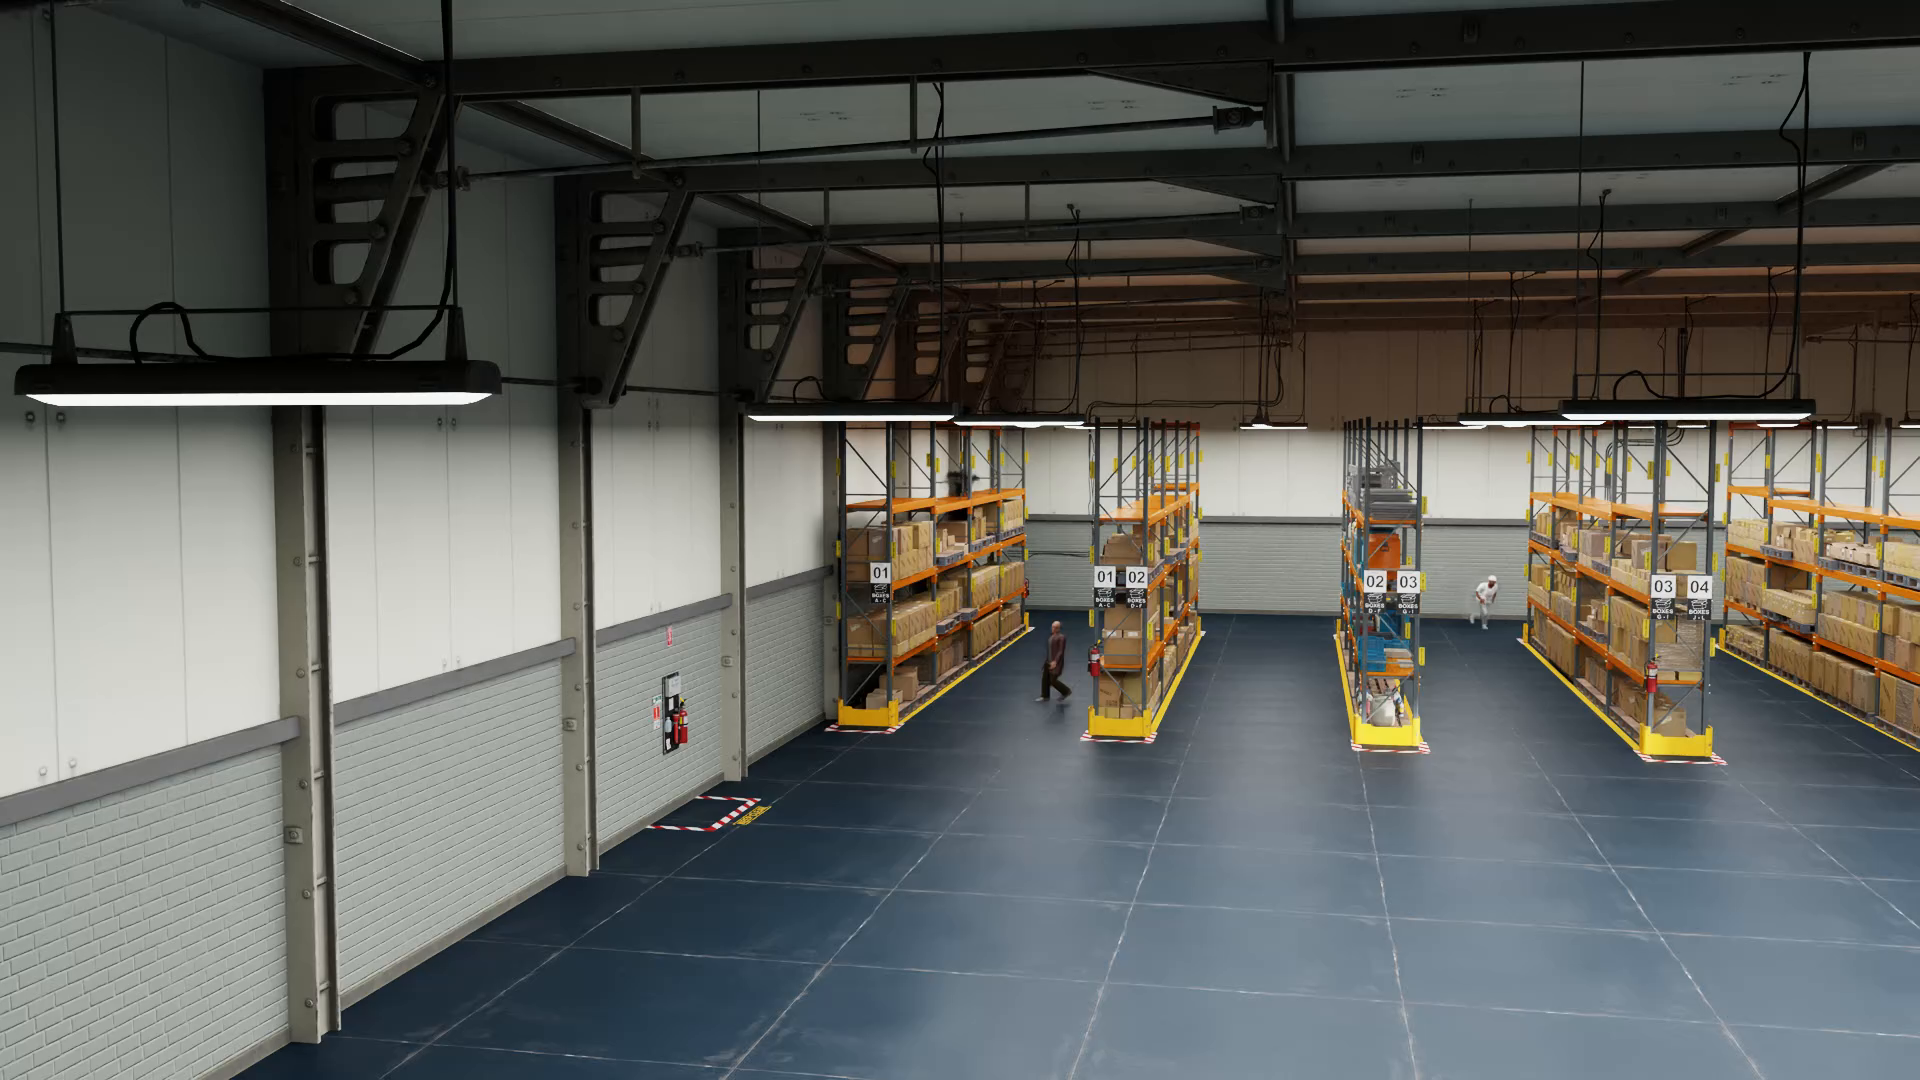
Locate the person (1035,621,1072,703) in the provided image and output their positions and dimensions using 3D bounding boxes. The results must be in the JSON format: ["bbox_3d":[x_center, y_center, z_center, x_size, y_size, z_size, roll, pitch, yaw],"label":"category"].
[{"bbox_3d":[1.997,2.577,35.014,0.598,1.756,0.684,-3,5,-38],"label":"person"}]

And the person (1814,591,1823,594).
[{"bbox_3d":[22.488,2.092,43.524,0.557,1.607,0.828,-2,4,-23],"label":"person"}]

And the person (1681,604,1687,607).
[{"bbox_3d":[18.950,2.030,43.953,0.709,1.708,0.895,2,4,32],"label":"person"}]

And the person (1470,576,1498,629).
[{"bbox_3d":[15.246,1.798,48.391,0.703,1.582,1.051,-2,4,-24],"label":"person"}]
